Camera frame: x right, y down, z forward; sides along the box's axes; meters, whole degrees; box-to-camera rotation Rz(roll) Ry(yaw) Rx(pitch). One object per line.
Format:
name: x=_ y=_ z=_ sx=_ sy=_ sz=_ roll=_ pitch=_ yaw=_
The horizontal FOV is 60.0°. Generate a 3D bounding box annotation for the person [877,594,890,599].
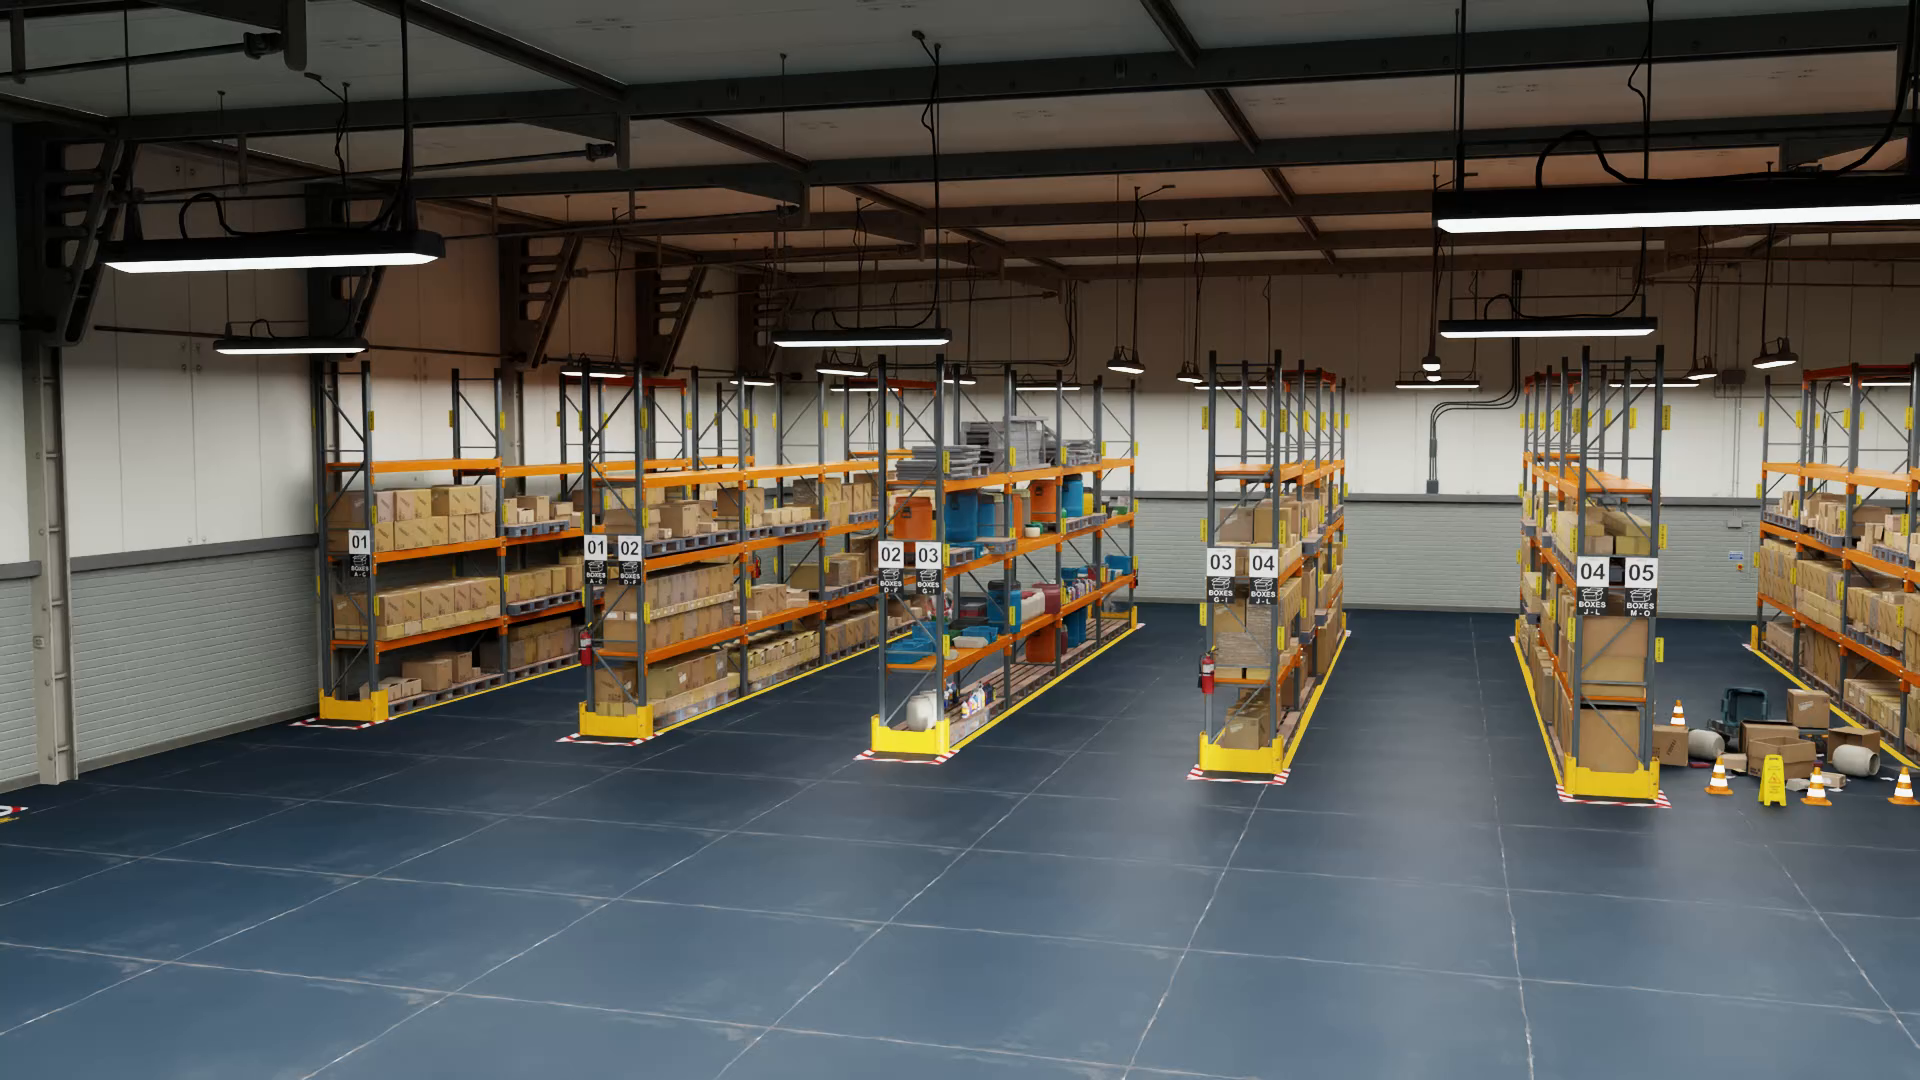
person: x=-2.095 y=0.785 z=46.484 sx=0.448 sy=1.767 sz=0.601 roll=1 pitch=4 yaw=19

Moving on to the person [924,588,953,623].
person: x=-0.432 y=1.618 z=35.669 sx=0.671 sy=1.687 sz=0.630 roll=2 pitch=4 yaw=23

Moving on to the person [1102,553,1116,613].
person: x=3.742 y=1.138 z=42.116 sx=0.565 sy=1.662 sz=0.449 roll=-2 pitch=5 yaw=-28
